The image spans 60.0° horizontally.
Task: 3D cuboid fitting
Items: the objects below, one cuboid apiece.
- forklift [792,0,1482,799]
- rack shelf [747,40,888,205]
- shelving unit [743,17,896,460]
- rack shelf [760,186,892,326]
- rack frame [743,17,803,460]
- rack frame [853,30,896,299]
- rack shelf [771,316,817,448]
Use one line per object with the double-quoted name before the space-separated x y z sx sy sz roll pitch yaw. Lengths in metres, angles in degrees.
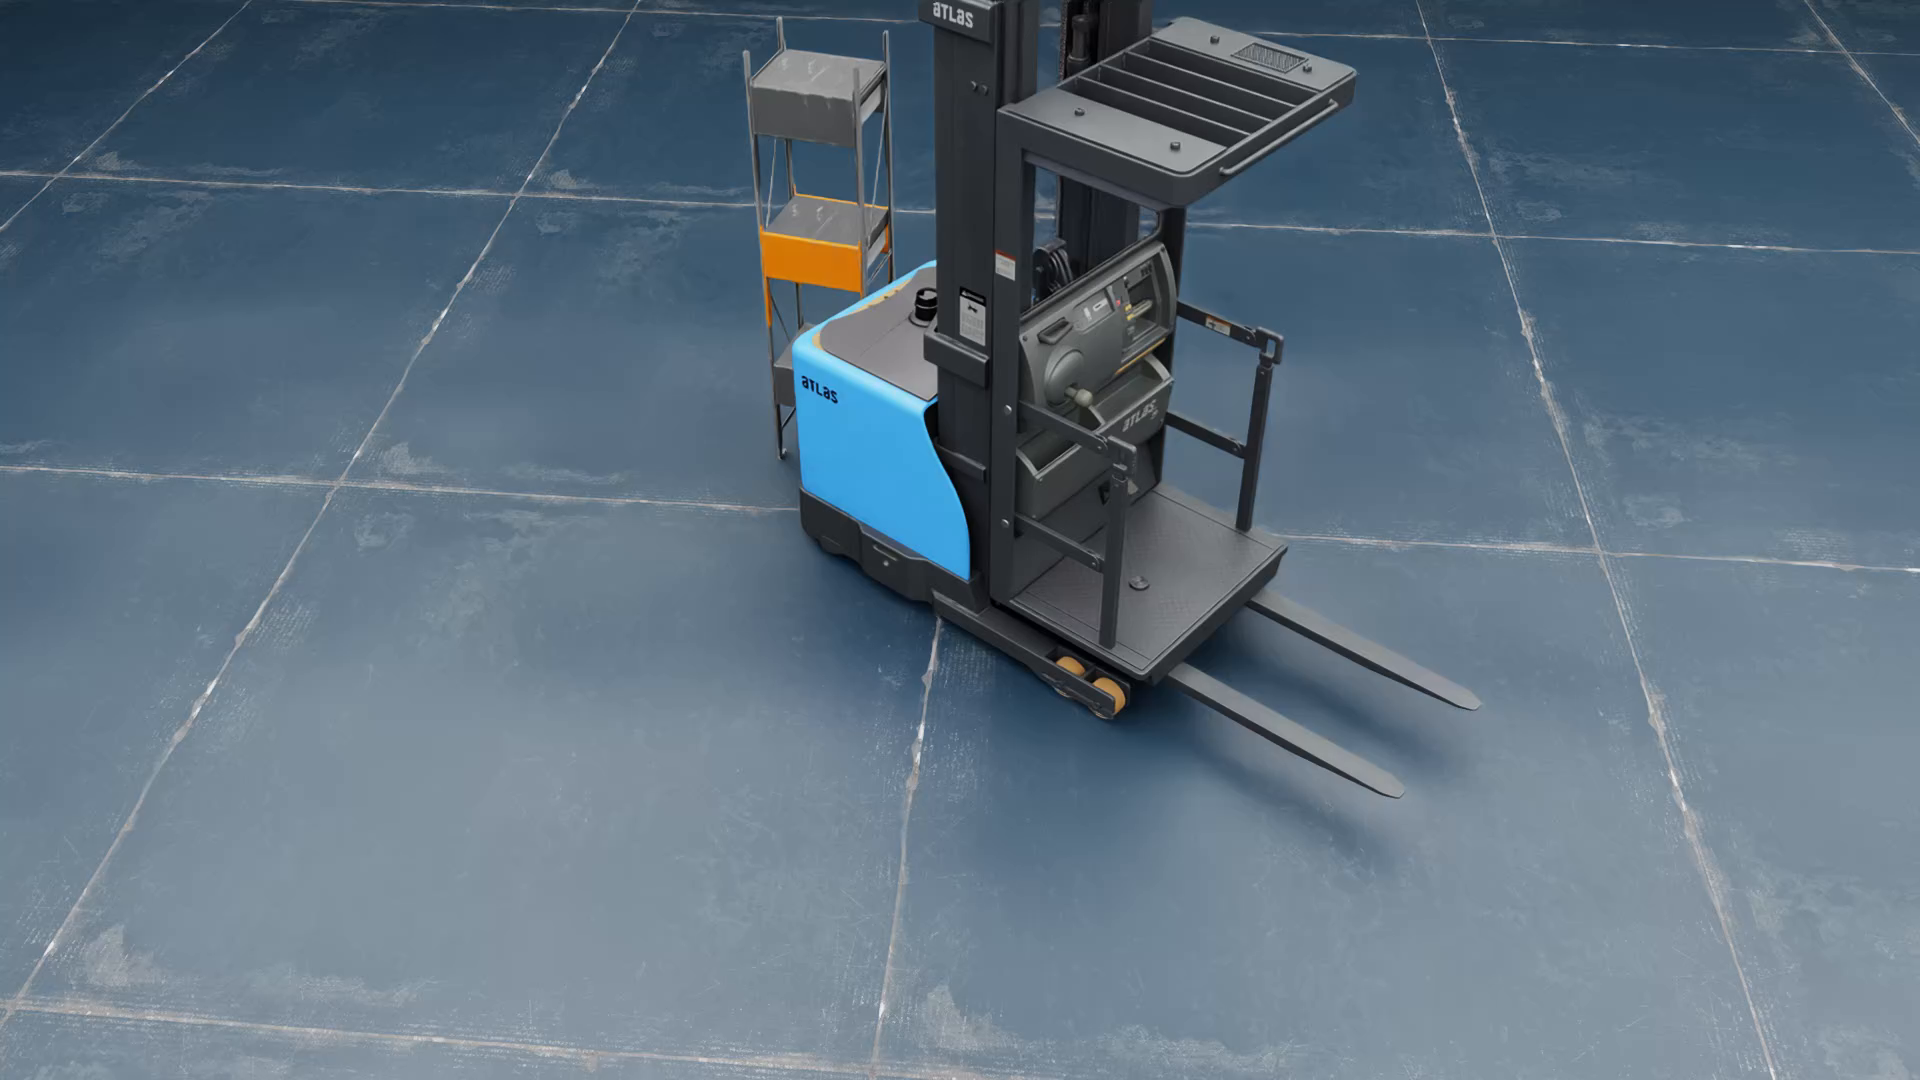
"forklift" 0.709 -0.781 6.388 3.031 2.935 1.130 28 47 30
"rack shelf" -0.604 -1.818 7.232 0.480 0.518 0.431 11 40 14
"shelving unit" -0.604 -1.285 7.666 0.503 2.100 0.431 11 40 14
"rack shelf" -0.604 -1.275 7.674 0.480 0.518 0.431 11 40 14
"rack frame" -0.837 -1.332 7.723 0.015 2.100 0.400 11 40 14
"rack frame" -0.372 -1.239 7.609 0.015 2.100 0.400 11 40 14
"rack shelf" -0.604 -0.732 8.116 0.480 0.518 0.431 11 40 14
